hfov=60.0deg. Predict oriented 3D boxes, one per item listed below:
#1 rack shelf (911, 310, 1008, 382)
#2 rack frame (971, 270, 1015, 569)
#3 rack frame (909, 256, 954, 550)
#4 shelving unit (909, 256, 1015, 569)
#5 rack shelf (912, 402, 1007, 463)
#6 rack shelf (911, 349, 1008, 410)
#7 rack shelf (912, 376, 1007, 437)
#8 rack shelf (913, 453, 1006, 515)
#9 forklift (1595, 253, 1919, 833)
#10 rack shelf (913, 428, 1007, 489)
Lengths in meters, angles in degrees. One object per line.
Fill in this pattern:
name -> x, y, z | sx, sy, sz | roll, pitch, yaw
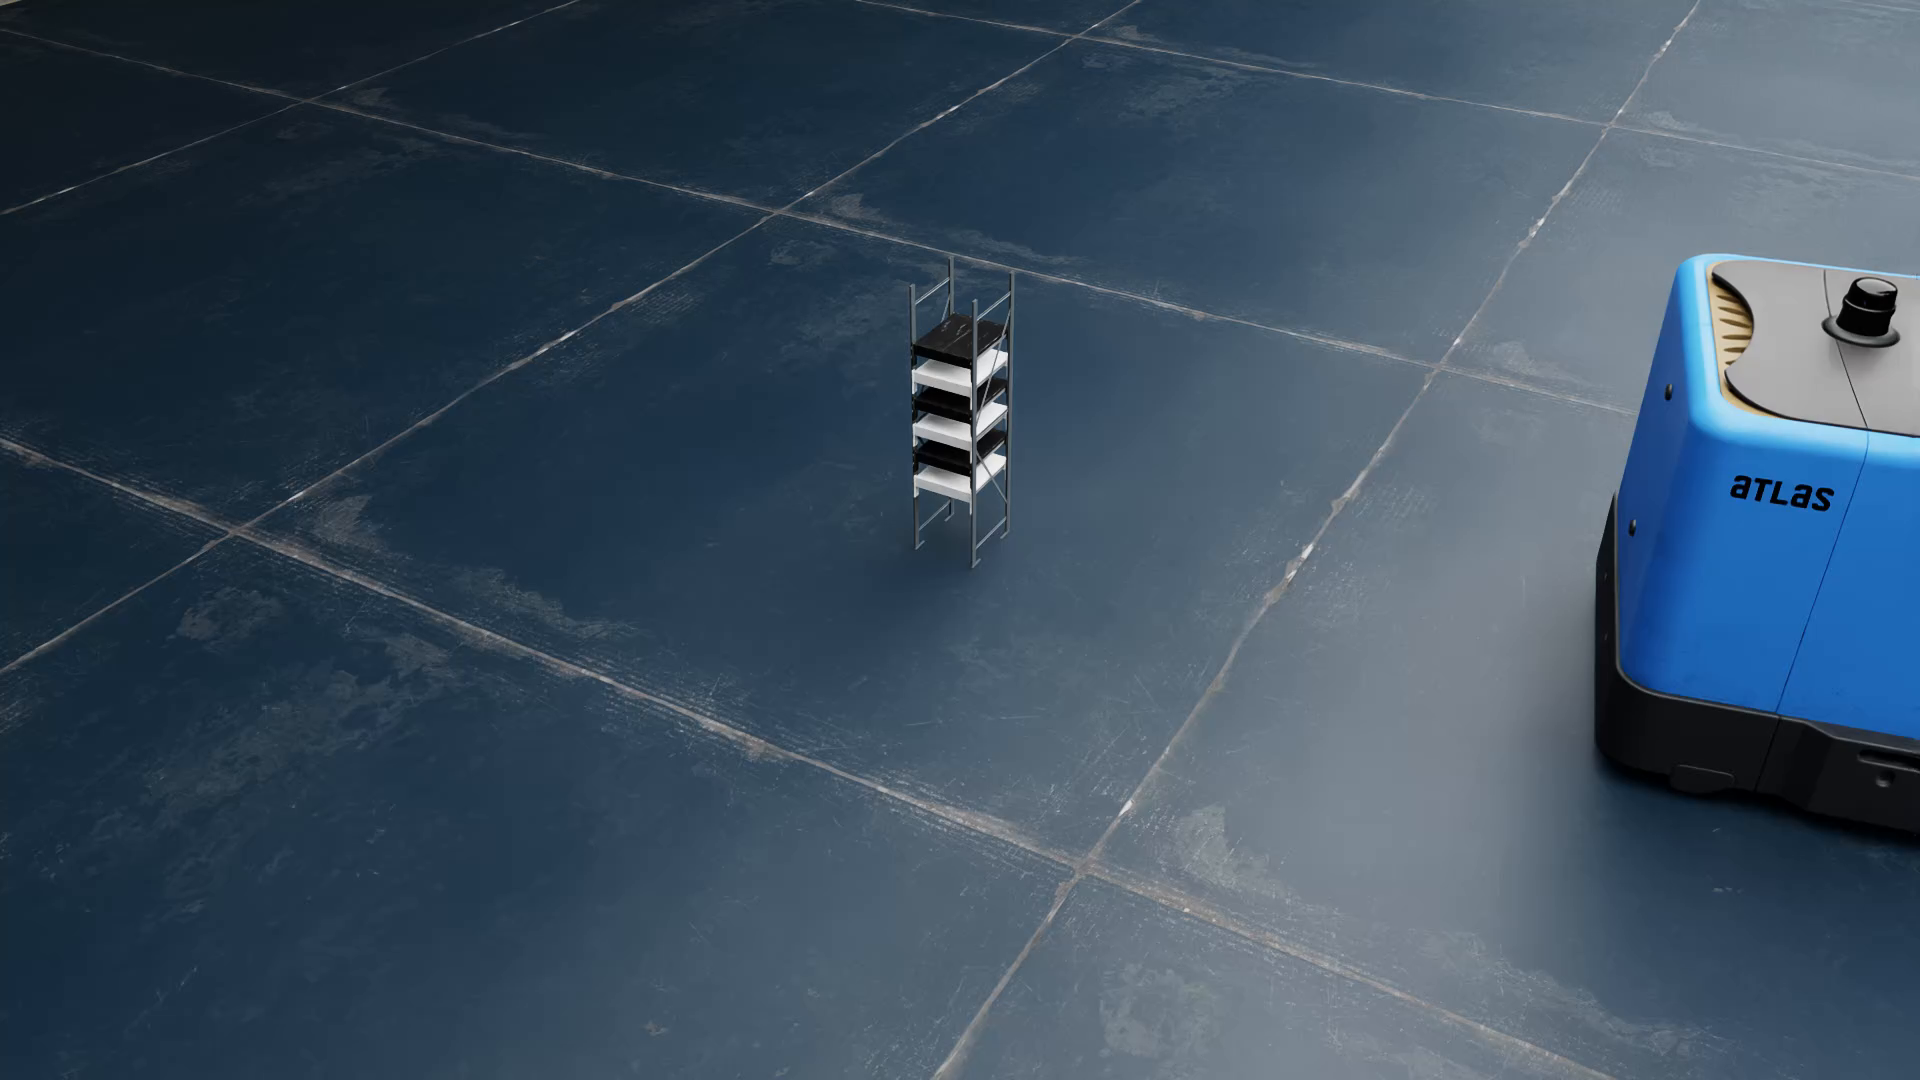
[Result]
rack shelf -> 0.007, -0.569, 4.866 | 0.200, 0.077, 0.258 | 18, 37, 24
rack frame -> 0.095, -0.344, 4.955 | 0.006, 0.900, 0.240 | 18, 37, 24
rack frame -> -0.081, -0.400, 5.039 | 0.006, 0.900, 0.240 | 18, 37, 24
shelving unit -> 0.007, -0.372, 4.997 | 0.210, 0.900, 0.258 | 18, 37, 24
rack shelf -> 0.007, -0.345, 5.016 | 0.200, 0.077, 0.258 | 18, 37, 24
rack shelf -> 0.007, -0.494, 4.916 | 0.200, 0.077, 0.258 | 18, 37, 24
rack shelf -> 0.007, -0.419, 4.966 | 0.200, 0.077, 0.258 | 18, 37, 24
rack shelf -> 0.007, -0.195, 5.115 | 0.200, 0.077, 0.258 | 18, 37, 24
forklift -> 3.233, -0.613, 3.526 | 3.031, 2.935, 1.130 | 10, 35, 15
rack shelf -> 0.007, -0.270, 5.066 | 0.200, 0.077, 0.258 | 18, 37, 24
